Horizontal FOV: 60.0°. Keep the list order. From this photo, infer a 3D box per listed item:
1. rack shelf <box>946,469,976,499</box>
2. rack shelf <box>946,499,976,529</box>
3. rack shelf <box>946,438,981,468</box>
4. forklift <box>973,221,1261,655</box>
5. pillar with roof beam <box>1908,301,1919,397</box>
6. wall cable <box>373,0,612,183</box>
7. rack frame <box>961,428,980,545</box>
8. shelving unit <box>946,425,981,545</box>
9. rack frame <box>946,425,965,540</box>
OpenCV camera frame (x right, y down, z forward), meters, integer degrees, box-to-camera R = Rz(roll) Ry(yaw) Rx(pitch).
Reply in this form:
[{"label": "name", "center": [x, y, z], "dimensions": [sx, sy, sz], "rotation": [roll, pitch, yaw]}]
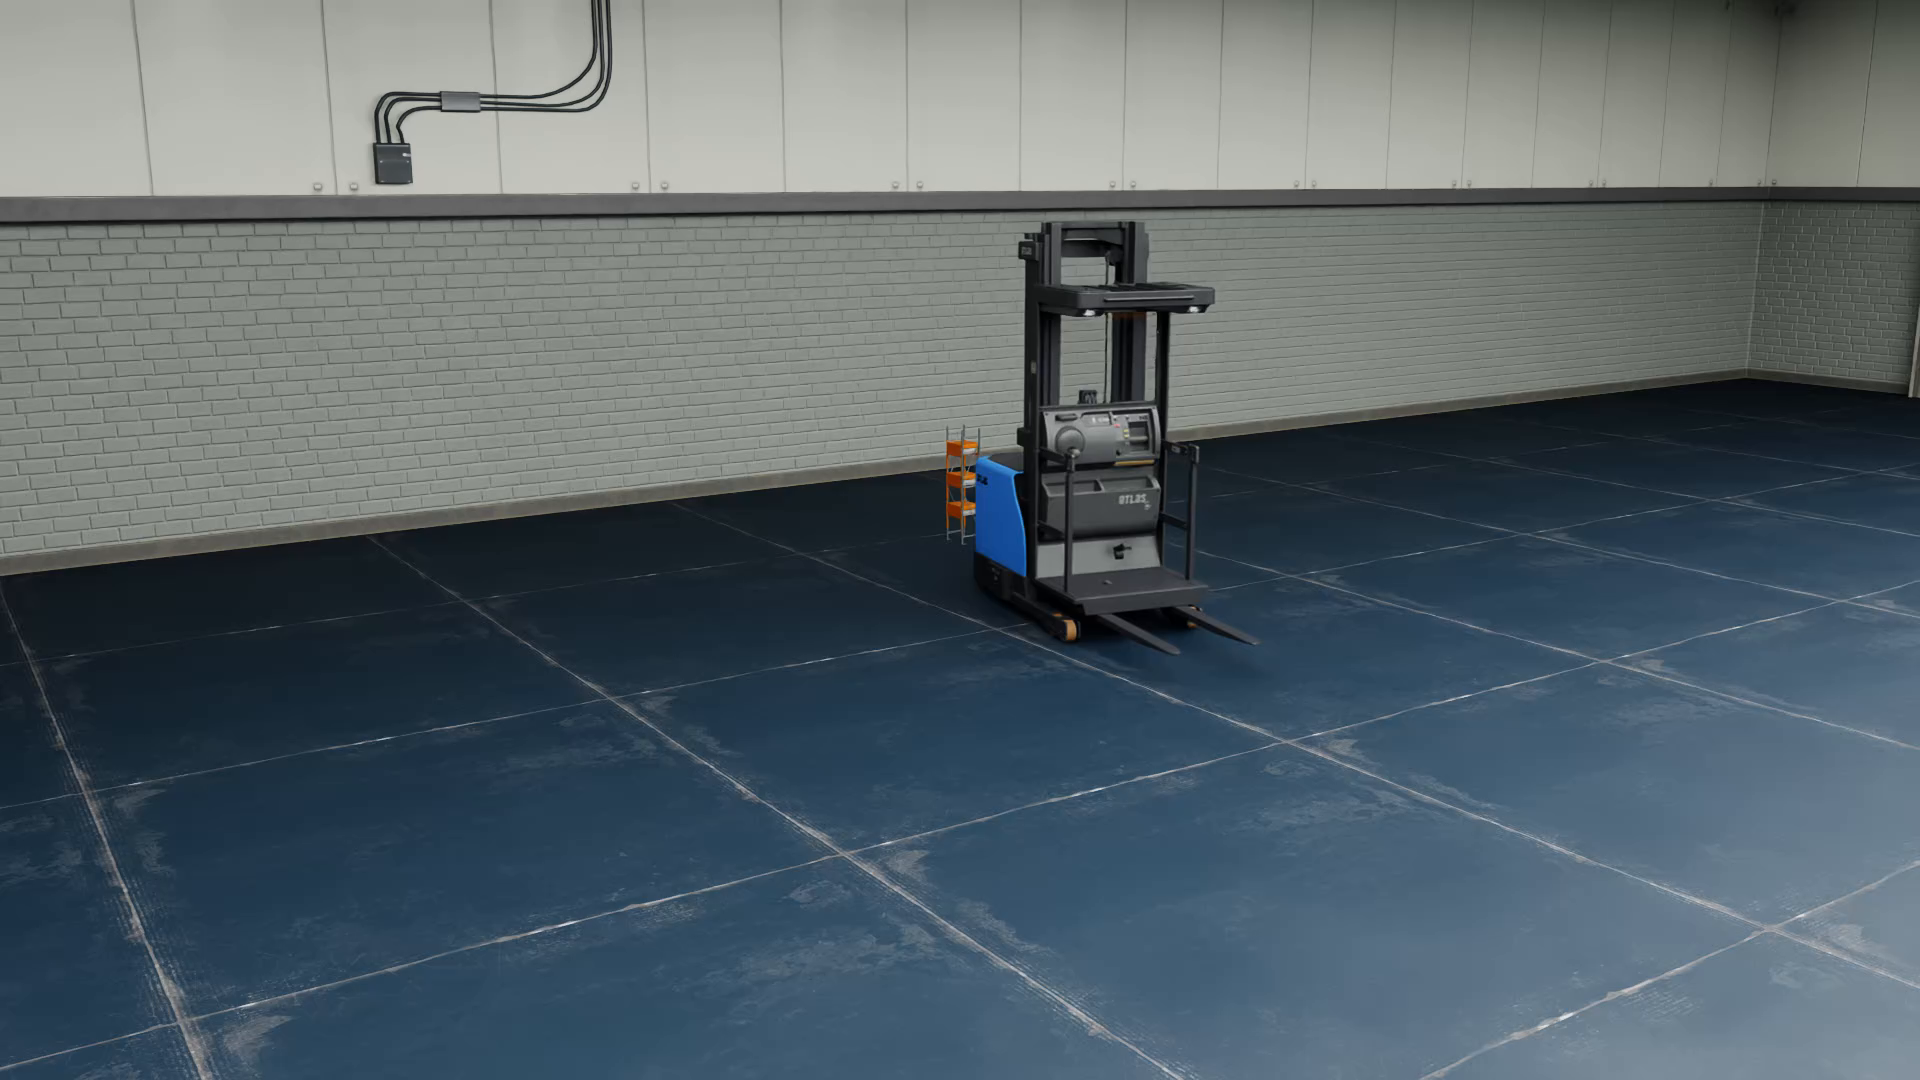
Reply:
[{"label": "rack shelf", "center": [0.030, -0.493, 15.097], "dimensions": [0.215, 0.259, 0.240], "rotation": [-8, 15, -33]}, {"label": "rack shelf", "center": [0.030, -0.222, 15.156], "dimensions": [0.215, 0.259, 0.240], "rotation": [-8, 15, -33]}, {"label": "rack shelf", "center": [0.030, -0.770, 15.036], "dimensions": [0.215, 0.259, 0.240], "rotation": [-8, 15, -33]}, {"label": "forklift", "center": [1.128, -0.800, 12.049], "dimensions": [1.130, 2.935, 3.031], "rotation": [-5, 13, -21]}, {"label": "pillar with roof beam", "center": [10.984, -6.033, 21.775], "dimensions": [9.100, 9.000, 0.400], "rotation": [-8, 15, -33]}, {"label": "wall cable", "center": [-4.275, -6.277, 14.929], "dimensions": [2.305, 6.003, 0.169], "rotation": [-8, 15, -33]}, {"label": "rack frame", "center": [0.097, -0.482, 14.995], "dimensions": [0.200, 1.050, 0.008], "rotation": [-8, 15, -33]}, {"label": "shelving unit", "center": [0.030, -0.503, 15.094], "dimensions": [0.215, 1.050, 0.252], "rotation": [-8, 15, -33]}, {"label": "rack frame", "center": [-0.038, -0.525, 15.194], "dimensions": [0.200, 1.050, 0.008], "rotation": [-8, 15, -33]}]
